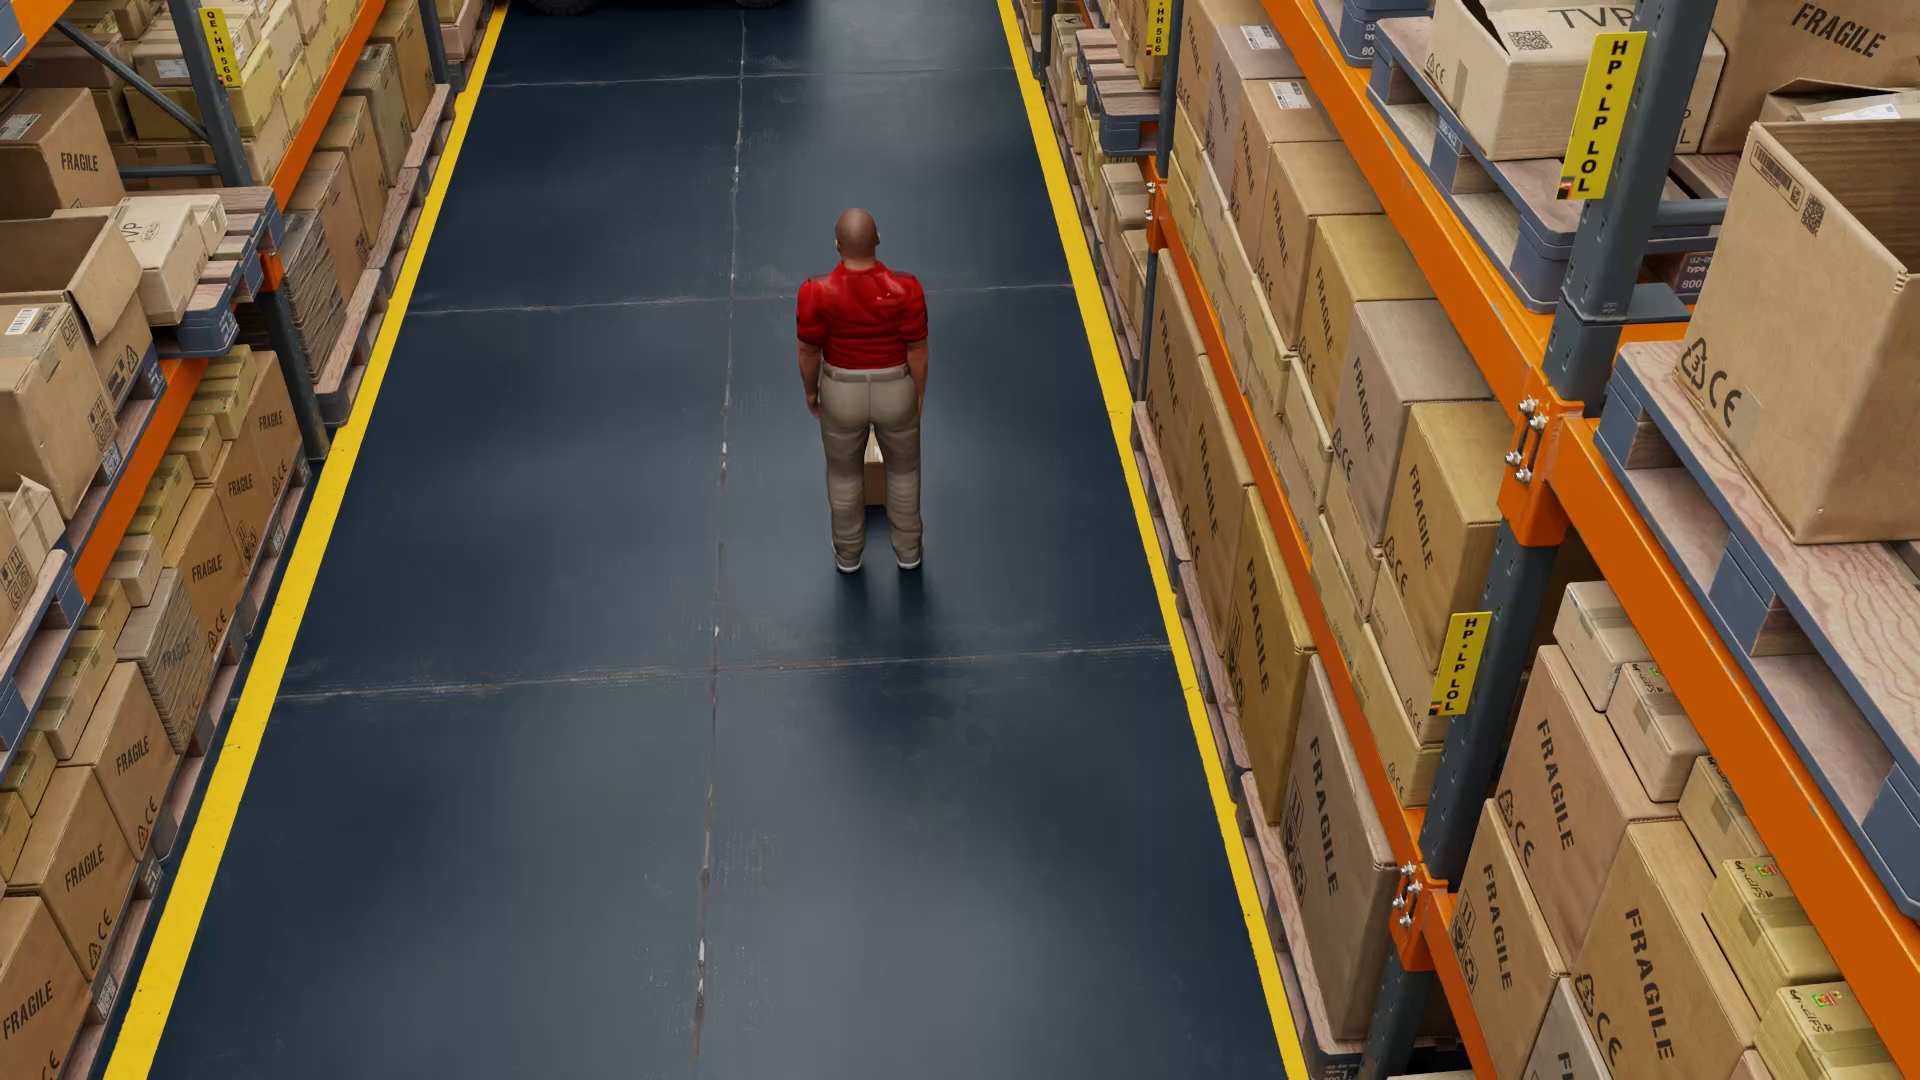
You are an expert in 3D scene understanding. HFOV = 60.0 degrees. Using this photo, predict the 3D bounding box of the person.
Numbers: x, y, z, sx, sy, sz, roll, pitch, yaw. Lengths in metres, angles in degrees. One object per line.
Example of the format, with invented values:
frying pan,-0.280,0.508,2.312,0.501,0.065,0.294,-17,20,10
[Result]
person,-0.397,-0.607,6.929,0.531,1.738,0.363,-2,39,-3
